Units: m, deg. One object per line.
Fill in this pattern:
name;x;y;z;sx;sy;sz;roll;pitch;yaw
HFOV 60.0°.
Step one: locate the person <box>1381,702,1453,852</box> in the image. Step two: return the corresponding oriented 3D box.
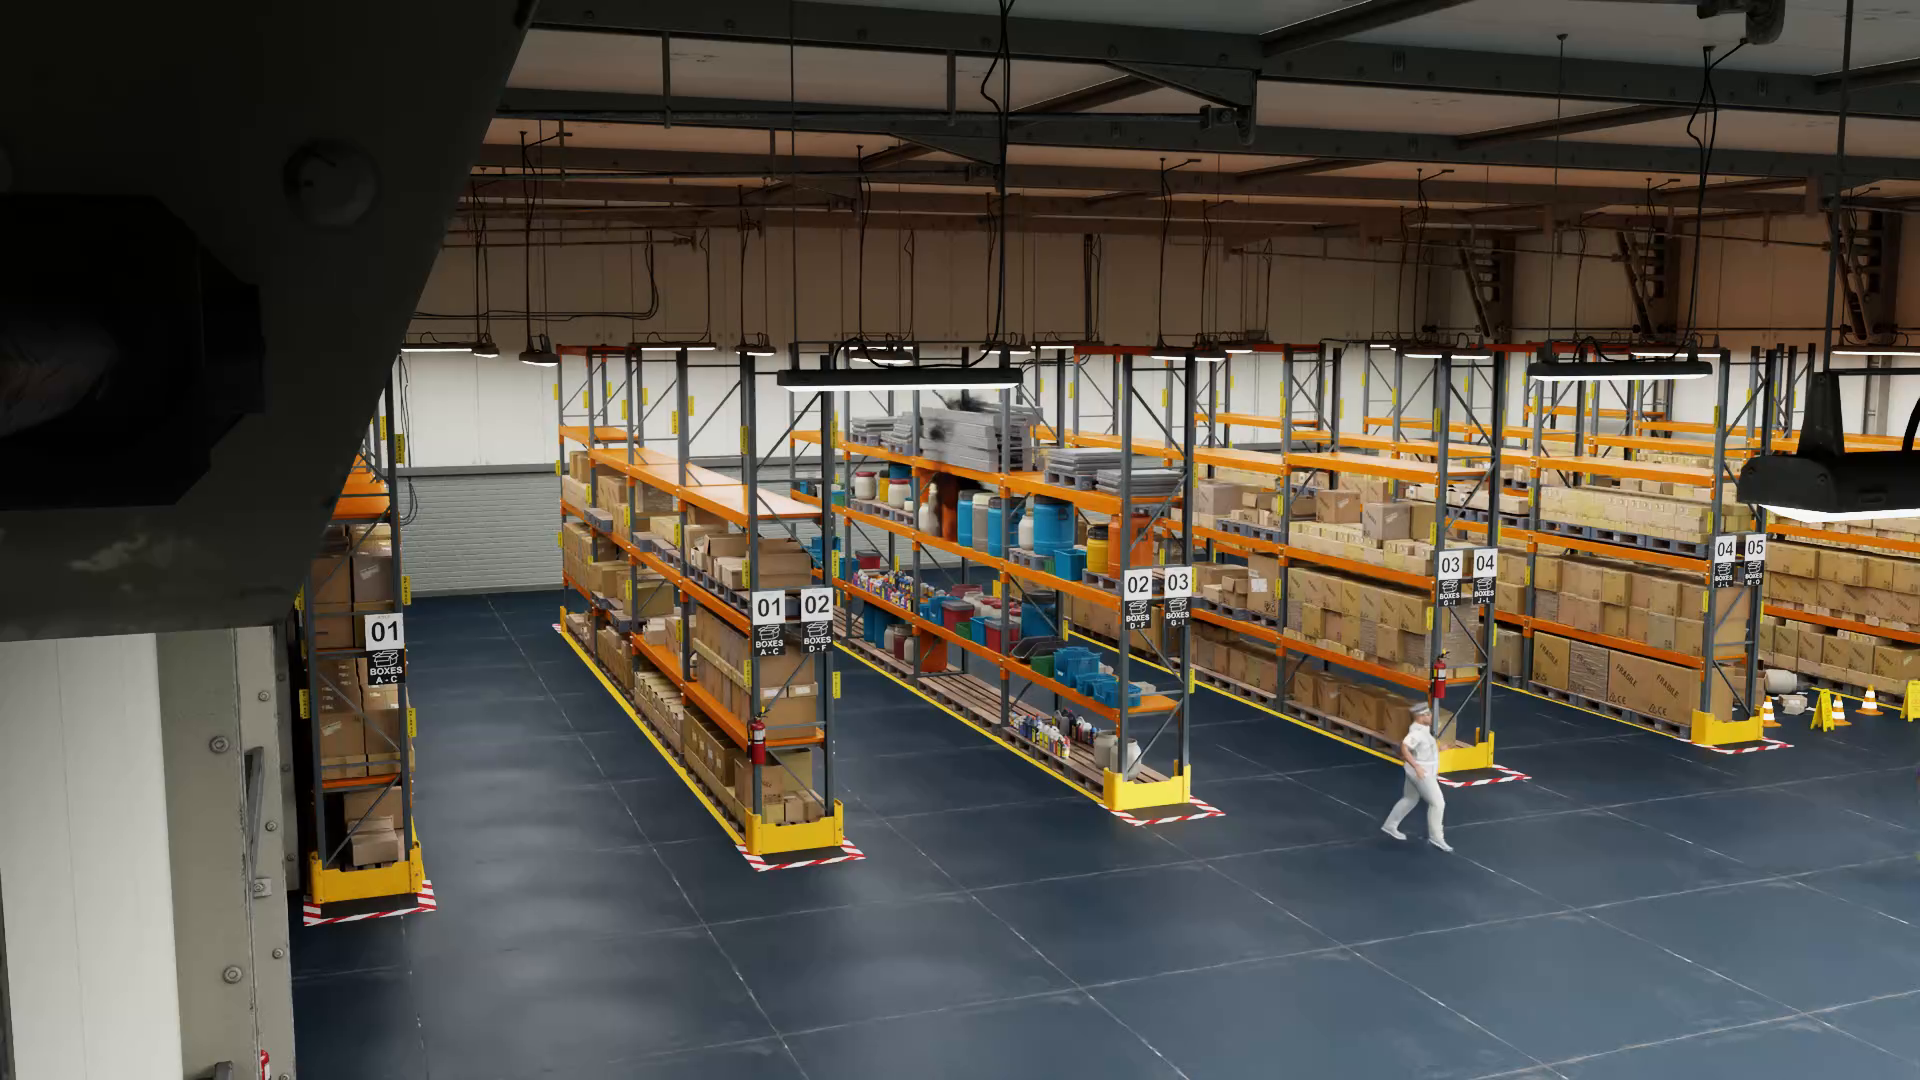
person;5.619;2.877;20.310;0.807;1.840;0.641;1;7;5
